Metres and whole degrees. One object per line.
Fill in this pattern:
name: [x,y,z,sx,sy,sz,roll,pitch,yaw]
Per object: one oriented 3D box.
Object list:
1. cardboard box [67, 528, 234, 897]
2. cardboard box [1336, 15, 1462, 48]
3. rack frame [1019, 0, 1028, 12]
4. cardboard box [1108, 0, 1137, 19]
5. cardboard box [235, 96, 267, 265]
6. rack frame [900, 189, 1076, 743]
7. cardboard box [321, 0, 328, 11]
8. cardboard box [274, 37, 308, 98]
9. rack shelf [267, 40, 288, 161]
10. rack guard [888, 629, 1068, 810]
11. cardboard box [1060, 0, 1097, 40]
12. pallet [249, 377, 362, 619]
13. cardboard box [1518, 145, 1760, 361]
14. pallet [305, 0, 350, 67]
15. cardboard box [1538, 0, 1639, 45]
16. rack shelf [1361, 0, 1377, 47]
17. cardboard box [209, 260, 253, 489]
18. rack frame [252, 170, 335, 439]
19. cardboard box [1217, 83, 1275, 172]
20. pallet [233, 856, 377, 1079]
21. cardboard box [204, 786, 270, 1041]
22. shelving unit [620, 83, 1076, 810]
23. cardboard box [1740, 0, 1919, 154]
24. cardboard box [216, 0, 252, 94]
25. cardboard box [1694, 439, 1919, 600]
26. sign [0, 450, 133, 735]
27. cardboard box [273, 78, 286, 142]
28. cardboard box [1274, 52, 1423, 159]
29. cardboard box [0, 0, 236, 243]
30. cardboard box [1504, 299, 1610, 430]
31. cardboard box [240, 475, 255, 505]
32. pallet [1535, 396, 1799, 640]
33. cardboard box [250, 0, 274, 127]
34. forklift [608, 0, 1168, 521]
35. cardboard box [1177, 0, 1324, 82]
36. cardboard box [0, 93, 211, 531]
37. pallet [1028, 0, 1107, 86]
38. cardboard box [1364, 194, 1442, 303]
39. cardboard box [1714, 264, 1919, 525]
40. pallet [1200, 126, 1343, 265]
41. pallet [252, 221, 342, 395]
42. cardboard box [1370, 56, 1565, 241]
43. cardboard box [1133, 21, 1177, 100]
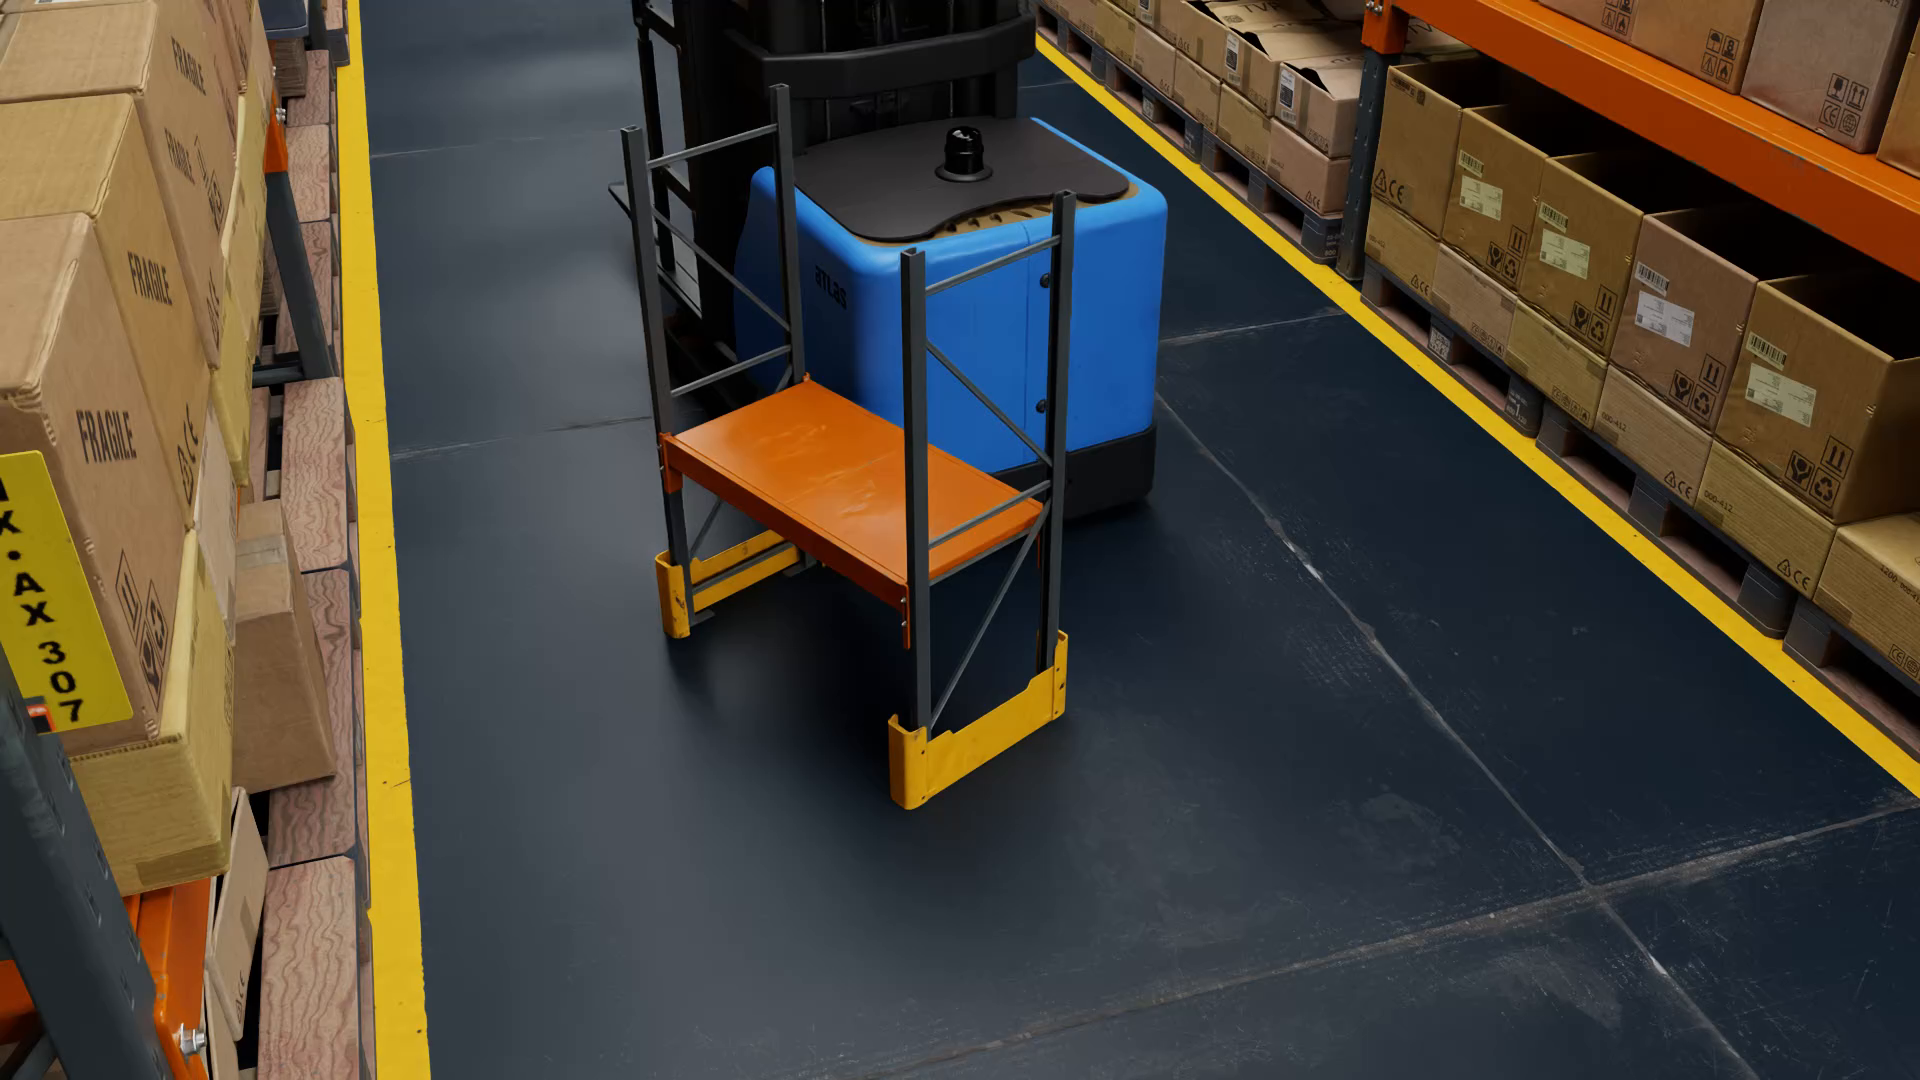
cardboard box: [-1.283,0.257,2.259,0.500,0.250,0.500,-11,35,-16]
cardboard box: [2.023,-2.208,7.475,0.500,0.311,0.500,-10,35,-15]
rack frame: [0.840,-4.523,9.374,1.000,3.000,0.127,-10,35,-15]
cardboard box: [1.041,-2.918,8.550,0.500,0.311,0.500,-11,35,-16]
cardboard box: [-1.911,-0.812,3.876,0.500,0.250,0.500,-10,35,-15]
rack frame: [0.067,-0.057,3.976,0.500,1.500,0.032,-28,42,-35]
cardboard box: [-3.976,-3.375,9.205,0.750,0.750,0.750,-10,35,-15]
cardboard box: [-3.608,-2.460,8.120,0.700,0.500,0.500,-10,35,-14]
rack shelf: [-3.267,-2.338,6.720,1.077,0.370,4.000,-10,35,-15]
rack guard: [0.054,0.457,4.332,0.587,0.250,0.087,-28,42,-35]
cardboard box: [0.874,-2.963,9.127,0.500,0.250,0.500,-11,35,-16]
pallet: [-2.418,-0.078,5.177,1.003,0.211,1.213,-10,35,-15]
cardboard box: [2.208,-0.943,5.389,0.500,0.500,0.500,-10,35,-15]
pallet: [-4.046,-2.952,9.525,1.003,0.211,1.213,-10,35,-15]
cardboard box: [2.368,-1.957,5.400,0.700,0.500,0.500,-10,35,-15]
rack shelf: [1.450,-3.173,7.984,1.077,0.370,4.000,-10,35,-15]
cardboard box: [-1.605,-0.282,3.074,0.500,0.250,0.500,-11,35,-15]
rack frame: [-2.657,-1.588,4.933,1.000,3.000,0.127,-10,35,-15]
cardboard box: [1.505,-1.886,7.497,0.500,0.250,0.500,-11,35,-15]
pallet: [-1.674,1.203,3.238,1.003,0.211,1.213,-10,35,-15]
cardboard box: [-1.736,0.772,3.400,0.500,0.311,0.500,-7,34,-11]
shelving unit: [-0.290,-0.264,4.288,0.587,1.500,1.083,-28,42,-35]
cardboard box: [2.675,-1.424,4.594,0.700,0.500,0.500,-9,35,-13]
cardboard box: [-2.060,-1.390,4.070,0.500,0.500,0.500,-10,35,-15]
cardboard box: [2.517,-0.106,4.802,0.500,0.250,0.500,-10,35,-15]
sign: [-0.920,0.059,1.654,0.100,0.325,0.005,-10,35,-15]
cardboard box: [-3.383,-1.914,7.293,0.700,0.500,0.500,-10,35,-15]
cardboard box: [1.663,-1.850,6.933,0.500,0.311,0.500,-10,35,-15]
cardboard box: [-1.758,-0.850,3.254,0.500,0.500,0.500,-9,34,-13]
cardboard box: [2.208,-0.630,5.596,0.500,0.250,0.500,-10,35,-15]
cardboard box: [-2.302,-0.191,4.686,0.500,0.500,0.500,-13,35,-18]
pallet: [2.638,-0.194,5.351,1.003,0.211,1.213,-10,35,-15]
cardboard box: [-2.224,-1.336,4.669,0.500,0.250,0.500,-10,35,-15]
forklift: [-0.510,-1.922,5.500,1.130,2.935,3.031,-16,37,-23]
cardboard box: [1.348,-2.384,7.742,0.500,0.311,0.500,-10,35,-15]
cardboard box: [-1.437,-0.309,2.435,0.500,0.500,0.500,-10,35,-15]
pallet: [1.054,-2.921,9.479,1.003,0.211,1.213,-10,35,-15]
cardboard box: [1.912,-1.157,6.393,0.500,0.250,0.500,-10,35,-15]
cardboard box: [2.514,-0.418,4.595,0.500,0.500,0.500,-10,35,-15]
pallet: [1.798,-1.640,7.540,1.003,0.211,1.213,-10,35,-15]
pallet: [-2.896,-0.833,6.320,1.003,0.211,1.213,-10,35,-15]
cardboard box: [1.903,-1.468,6.184,0.500,0.500,0.500,-10,35,-15]
cardboard box: [1.194,-2.422,8.308,0.500,0.250,0.500,-9,35,-14]
